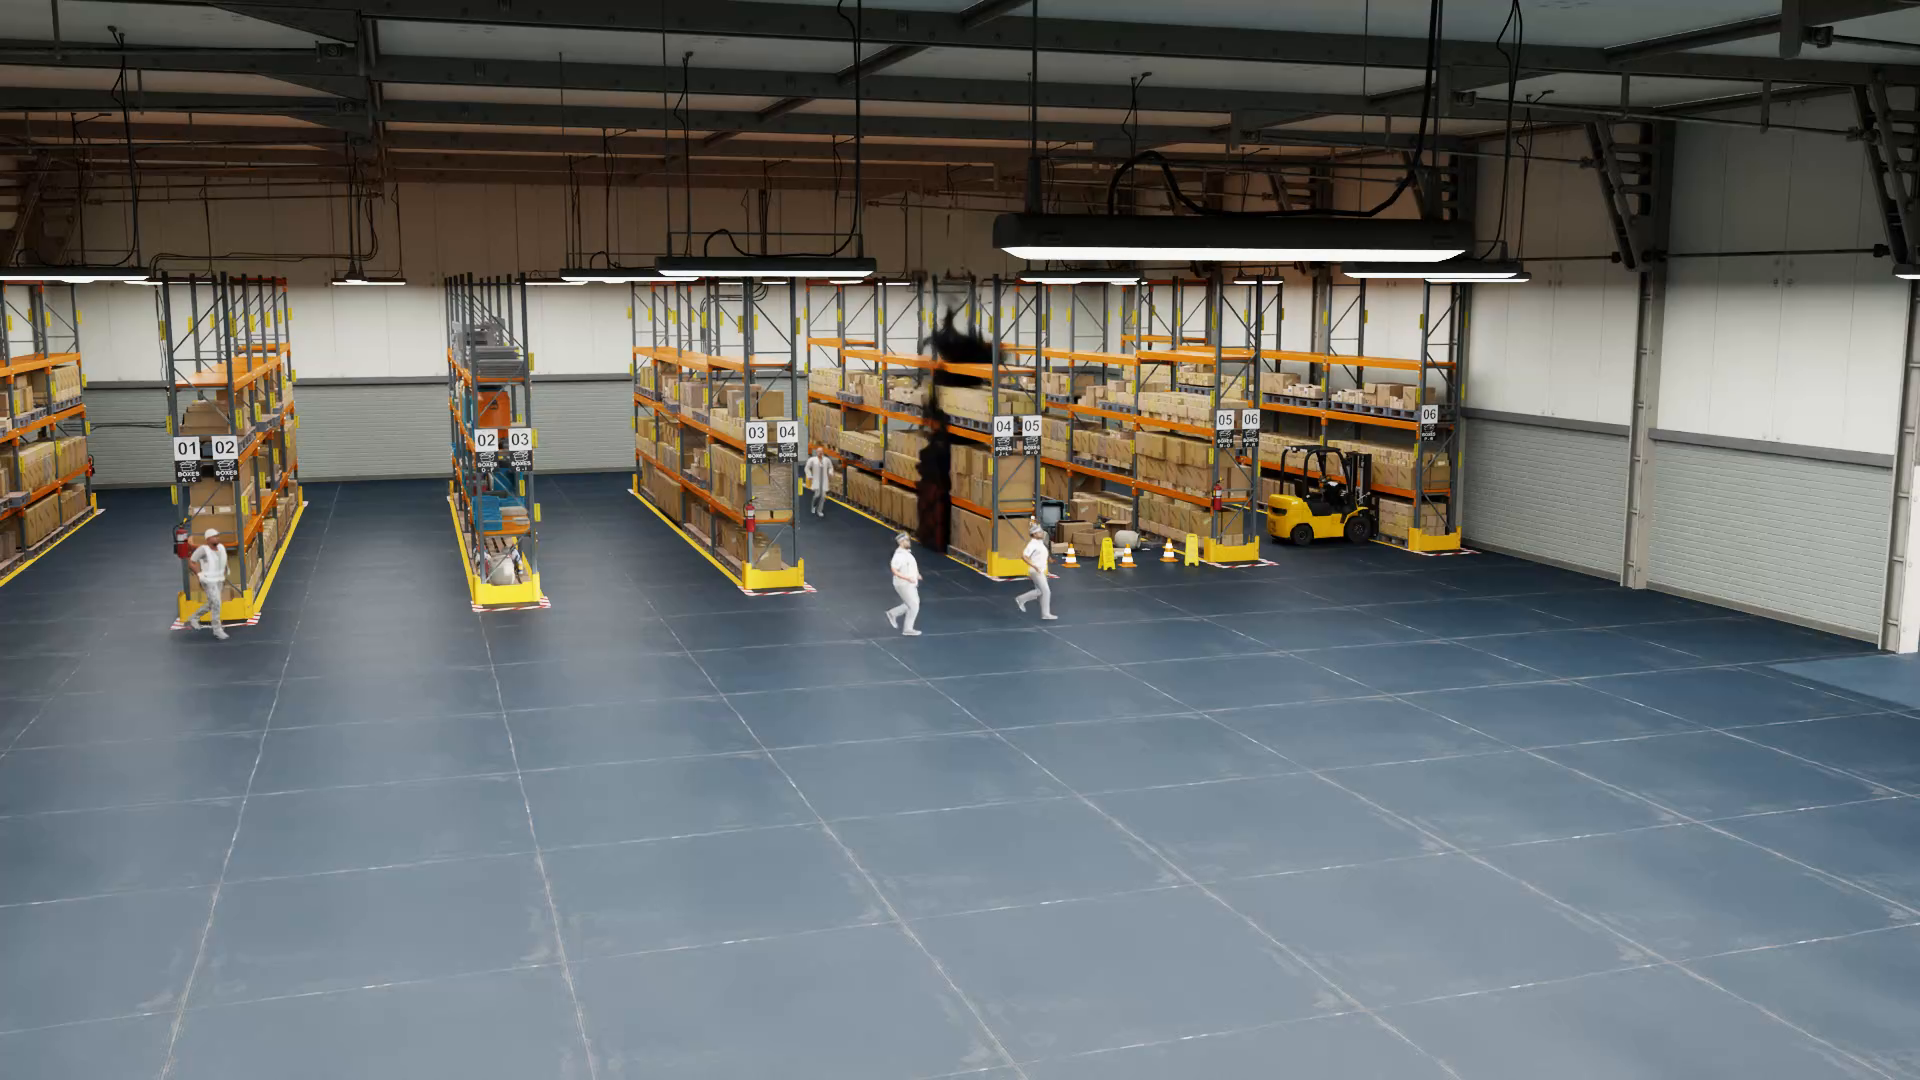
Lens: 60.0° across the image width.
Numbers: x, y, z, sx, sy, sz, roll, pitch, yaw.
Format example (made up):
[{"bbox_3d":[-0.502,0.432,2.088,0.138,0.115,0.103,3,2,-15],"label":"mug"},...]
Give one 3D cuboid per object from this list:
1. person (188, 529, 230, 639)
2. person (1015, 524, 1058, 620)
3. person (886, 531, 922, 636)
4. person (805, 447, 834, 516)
[{"bbox_3d":[-12.434,0.696,27.571,0.865,1.799,0.689,3,9,17],"label":"person"},{"bbox_3d":[1.338,0.547,28.940,0.774,1.661,0.588,3,9,21],"label":"person"},{"bbox_3d":[-0.949,0.713,27.613,0.645,1.733,0.664,2,9,13],"label":"person"},{"bbox_3d":[-3.523,-1.470,42.024,0.723,1.746,0.629,-3,9,-19],"label":"person"}]
